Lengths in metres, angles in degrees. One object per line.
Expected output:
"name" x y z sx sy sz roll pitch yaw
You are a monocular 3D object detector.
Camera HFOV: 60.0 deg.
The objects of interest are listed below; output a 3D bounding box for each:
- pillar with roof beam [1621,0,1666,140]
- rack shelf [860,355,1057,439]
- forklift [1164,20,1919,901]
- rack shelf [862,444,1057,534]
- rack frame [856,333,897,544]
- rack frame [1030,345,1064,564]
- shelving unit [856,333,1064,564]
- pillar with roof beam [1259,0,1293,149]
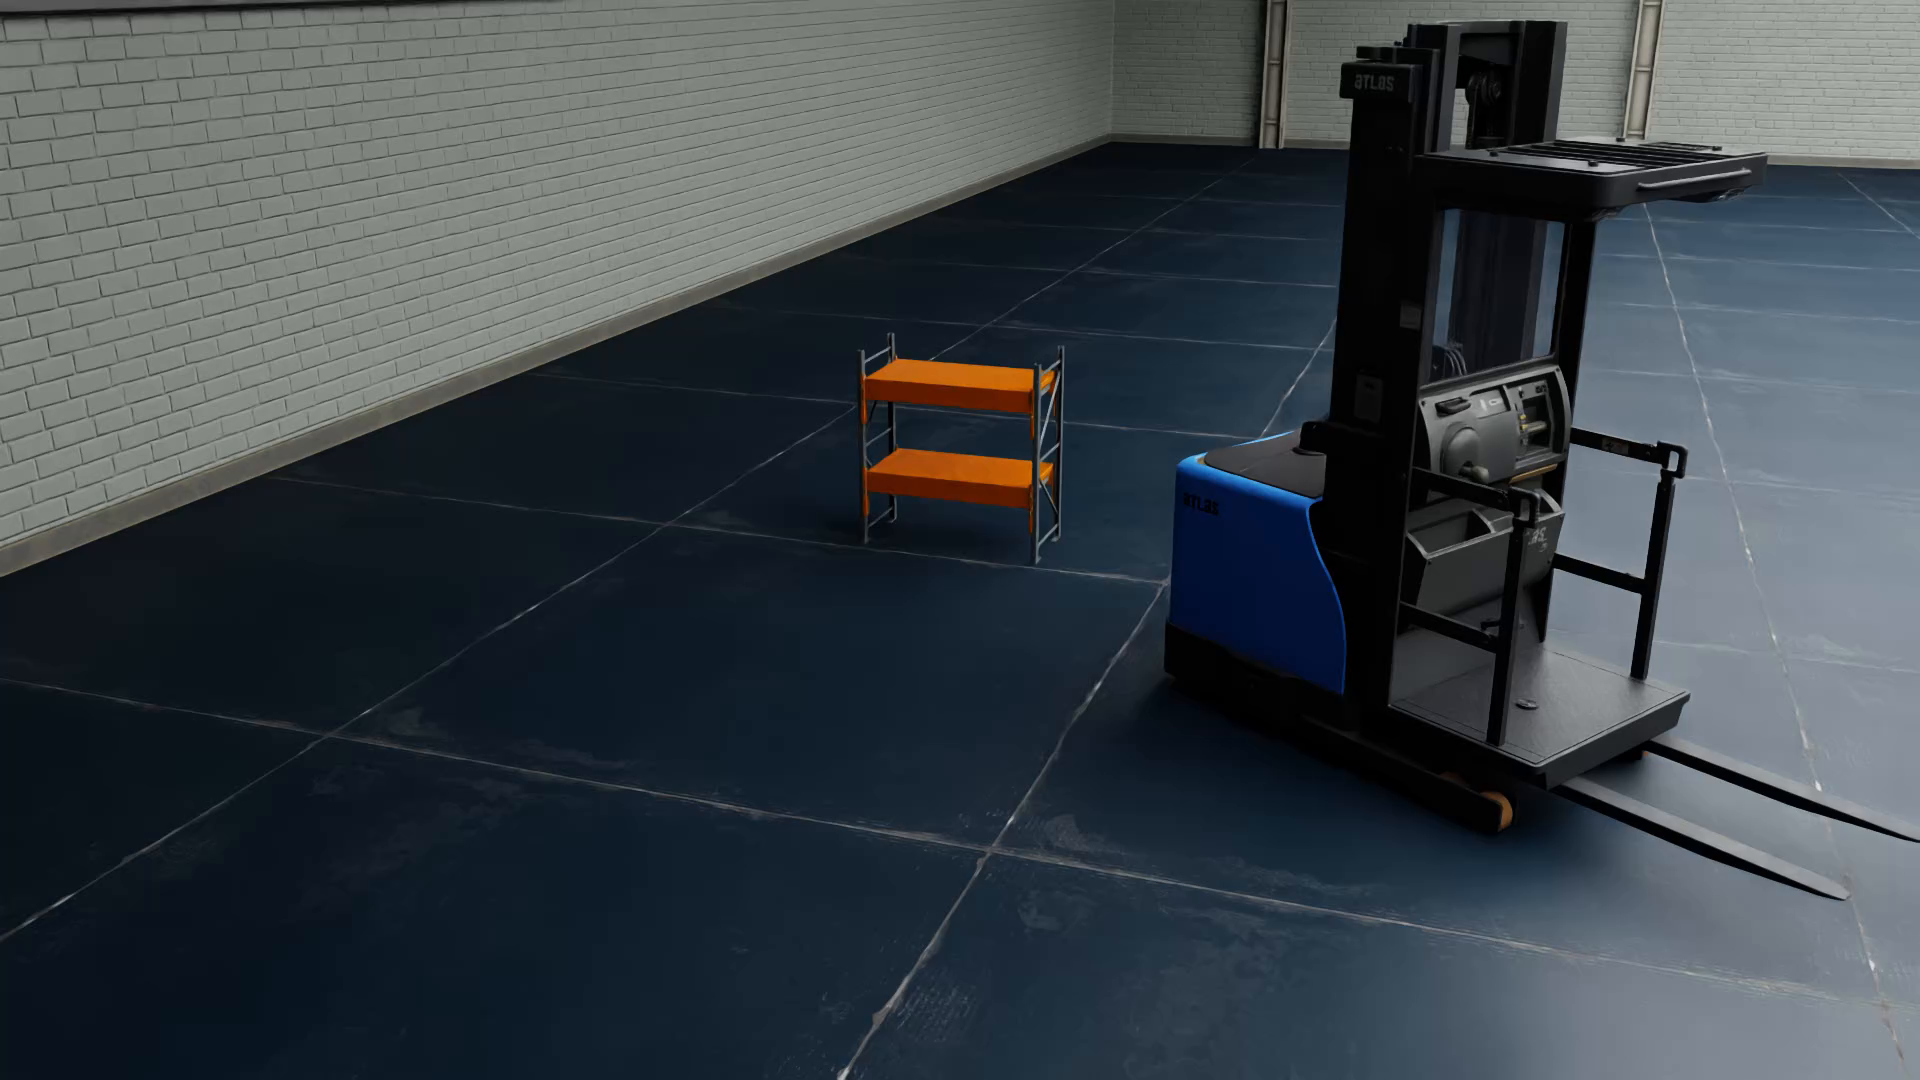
"pillar with roof beam" 9.801 -9.251 22.444 0.400 9.000 9.100 7 20 18
"rack shelf" 0.006 -0.807 9.293 1.000 0.278 0.538 7 20 18
"forklift" 2.244 -0.445 6.399 1.130 2.935 3.031 -15 24 -36
"rack shelf" 0.006 -0.300 9.469 1.000 0.278 0.538 7 20 18
"rack frame" -0.474 -0.585 9.546 0.032 1.125 0.500 7 20 18
"rack frame" 0.487 -0.476 9.231 0.032 1.125 0.500 7 20 18
"shelving unit" 0.006 -0.530 9.389 1.048 1.125 0.538 7 20 18
"pillar with roof beam" 4.133 -9.899 24.303 0.400 9.000 9.100 7 20 18
